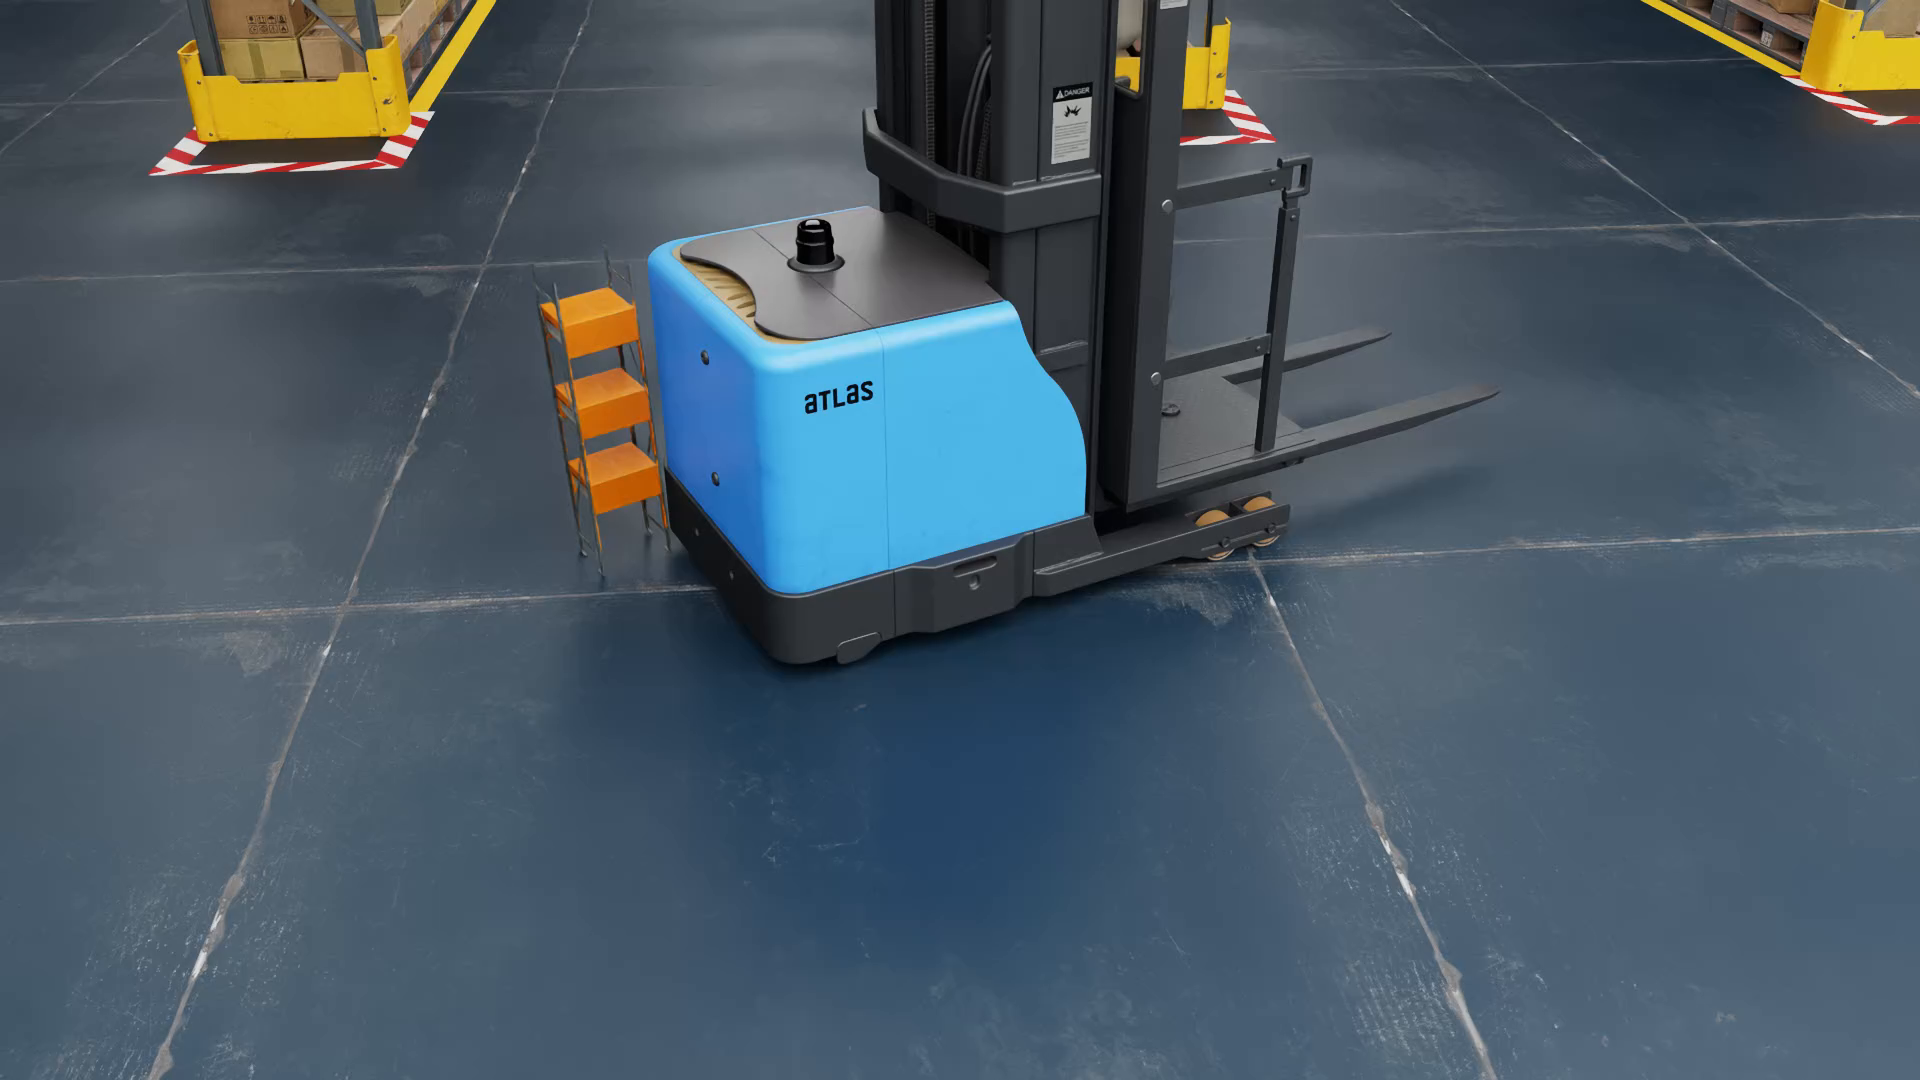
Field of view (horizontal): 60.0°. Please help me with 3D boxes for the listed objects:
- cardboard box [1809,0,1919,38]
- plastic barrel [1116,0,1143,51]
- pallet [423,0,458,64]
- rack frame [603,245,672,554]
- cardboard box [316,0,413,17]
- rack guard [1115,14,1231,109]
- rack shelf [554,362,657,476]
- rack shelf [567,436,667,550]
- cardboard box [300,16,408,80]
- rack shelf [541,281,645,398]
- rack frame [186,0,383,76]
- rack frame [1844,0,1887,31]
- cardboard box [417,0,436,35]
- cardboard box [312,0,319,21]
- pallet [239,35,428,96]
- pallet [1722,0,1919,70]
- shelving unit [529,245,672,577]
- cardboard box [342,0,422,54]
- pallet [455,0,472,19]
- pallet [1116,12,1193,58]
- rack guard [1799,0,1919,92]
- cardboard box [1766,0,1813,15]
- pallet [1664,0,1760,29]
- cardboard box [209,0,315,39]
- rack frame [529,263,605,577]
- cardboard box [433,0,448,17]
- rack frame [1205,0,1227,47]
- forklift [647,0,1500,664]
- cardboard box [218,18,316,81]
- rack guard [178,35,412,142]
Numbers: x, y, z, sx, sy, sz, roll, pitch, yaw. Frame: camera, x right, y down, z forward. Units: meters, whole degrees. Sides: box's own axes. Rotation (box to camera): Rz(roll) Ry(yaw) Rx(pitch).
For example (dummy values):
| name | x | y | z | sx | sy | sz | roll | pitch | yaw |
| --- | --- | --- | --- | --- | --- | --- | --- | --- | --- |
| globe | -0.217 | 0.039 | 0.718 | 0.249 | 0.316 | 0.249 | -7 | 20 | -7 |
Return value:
| name | x | y | z | sx | sy | sz | roll | pitch | yaw |
| --- | --- | --- | --- | --- | --- | --- | --- | --- | --- |
| cardboard box | 5.972 | -3.613 | 10.902 | 0.500 | 0.500 | 0.500 | 3 | 31 | 5 |
| plastic barrel | 0.945 | -3.394 | 10.523 | 0.421 | 0.512 | 0.421 | 0 | 31 | 0 |
| pallet | -4.073 | -3.526 | 11.448 | 1.003 | 0.211 | 1.213 | -3 | 31 | -5 |
| rack frame | -1.052 | -0.442 | 5.449 | 0.008 | 1.050 | 0.200 | -21 | 36 | -27 |
| cardboard box | -3.726 | -3.575 | 10.351 | 0.500 | 0.500 | 0.500 | -3 | 31 | -5 |
| rack guard | 1.029 | -2.912 | 10.138 | 1.175 | 0.500 | 0.348 | -3 | 31 | -5 |
| rack shelf | -1.154 | -0.395 | 5.399 | 0.240 | 0.259 | 0.215 | -21 | 36 | -27 |
| rack shelf | -1.146 | -0.159 | 5.546 | 0.240 | 0.259 | 0.215 | -21 | 36 | -27 |
| cardboard box | -3.678 | -2.998 | 10.116 | 0.500 | 0.250 | 0.500 | -3 | 31 | -5 |
| rack shelf | -1.162 | -0.635 | 5.249 | 0.240 | 0.259 | 0.215 | -21 | 36 | -27 |
| rack frame | -3.849 | -3.714 | 9.042 | 1.000 | 3.000 | 0.127 | -3 | 31 | -5 |
| rack frame | 6.014 | -4.186 | 9.834 | 1.000 | 3.000 | 0.127 | -3 | 31 | -5 |
| cardboard box | -3.774 | -3.508 | 10.970 | 0.500 | 0.250 | 0.500 | -3 | 31 | -5 |
| cardboard box | -4.252 | -3.228 | 10.501 | 0.500 | 0.250 | 0.500 | -3 | 31 | -5 |
| pallet | -3.962 | -2.905 | 10.408 | 1.003 | 0.211 | 1.213 | -3 | 31 | -5 |
| pallet | 5.966 | -3.444 | 11.311 | 1.003 | 0.211 | 1.213 | -3 | 31 | -5 |
| shelving unit | -1.154 | -0.404 | 5.394 | 0.252 | 1.050 | 0.215 | -21 | 36 | -27 |
| cardboard box | -3.728 | -3.253 | 10.543 | 0.500 | 0.250 | 0.500 | -3 | 31 | -5 |
| pallet | -4.190 | -4.151 | 12.493 | 1.003 | 0.211 | 1.213 | -3 | 31 | -5 |
| pallet | 0.958 | -3.203 | 10.907 | 1.003 | 0.211 | 1.213 | -3 | 31 | -5 |
| rack guard | 6.007 | -3.152 | 10.540 | 1.175 | 0.500 | 0.348 | -3 | 31 | -5 |
| cardboard box | 5.883 | -3.917 | 11.410 | 0.500 | 0.500 | 0.500 | 5 | 31 | 8 |
| pallet | 5.856 | -4.066 | 12.351 | 1.003 | 0.211 | 1.213 | -3 | 31 | -5 |
| cardboard box | -4.196 | -3.295 | 9.882 | 0.500 | 0.500 | 0.500 | -3 | 31 | -5 |
| rack frame | -1.256 | -0.366 | 5.338 | 0.008 | 1.050 | 0.200 | -21 | 36 | -27 |
| cardboard box | -3.816 | -3.764 | 11.398 | 0.500 | 0.250 | 0.500 | -3 | 31 | -5 |
| rack frame | 1.083 | -3.949 | 9.436 | 1.000 | 3.000 | 0.127 | -3 | 31 | -5 |
| forklift | 0.549 | -1.411 | 5.254 | 3.031 | 2.935 | 1.130 | -16 | 34 | -24 |
| cardboard box | -4.193 | -2.973 | 10.074 | 0.500 | 0.250 | 0.500 | -3 | 31 | -5 |
| rack guard | -3.847 | -2.628 | 9.663 | 1.175 | 0.500 | 0.348 | -3 | 31 | -5 |
